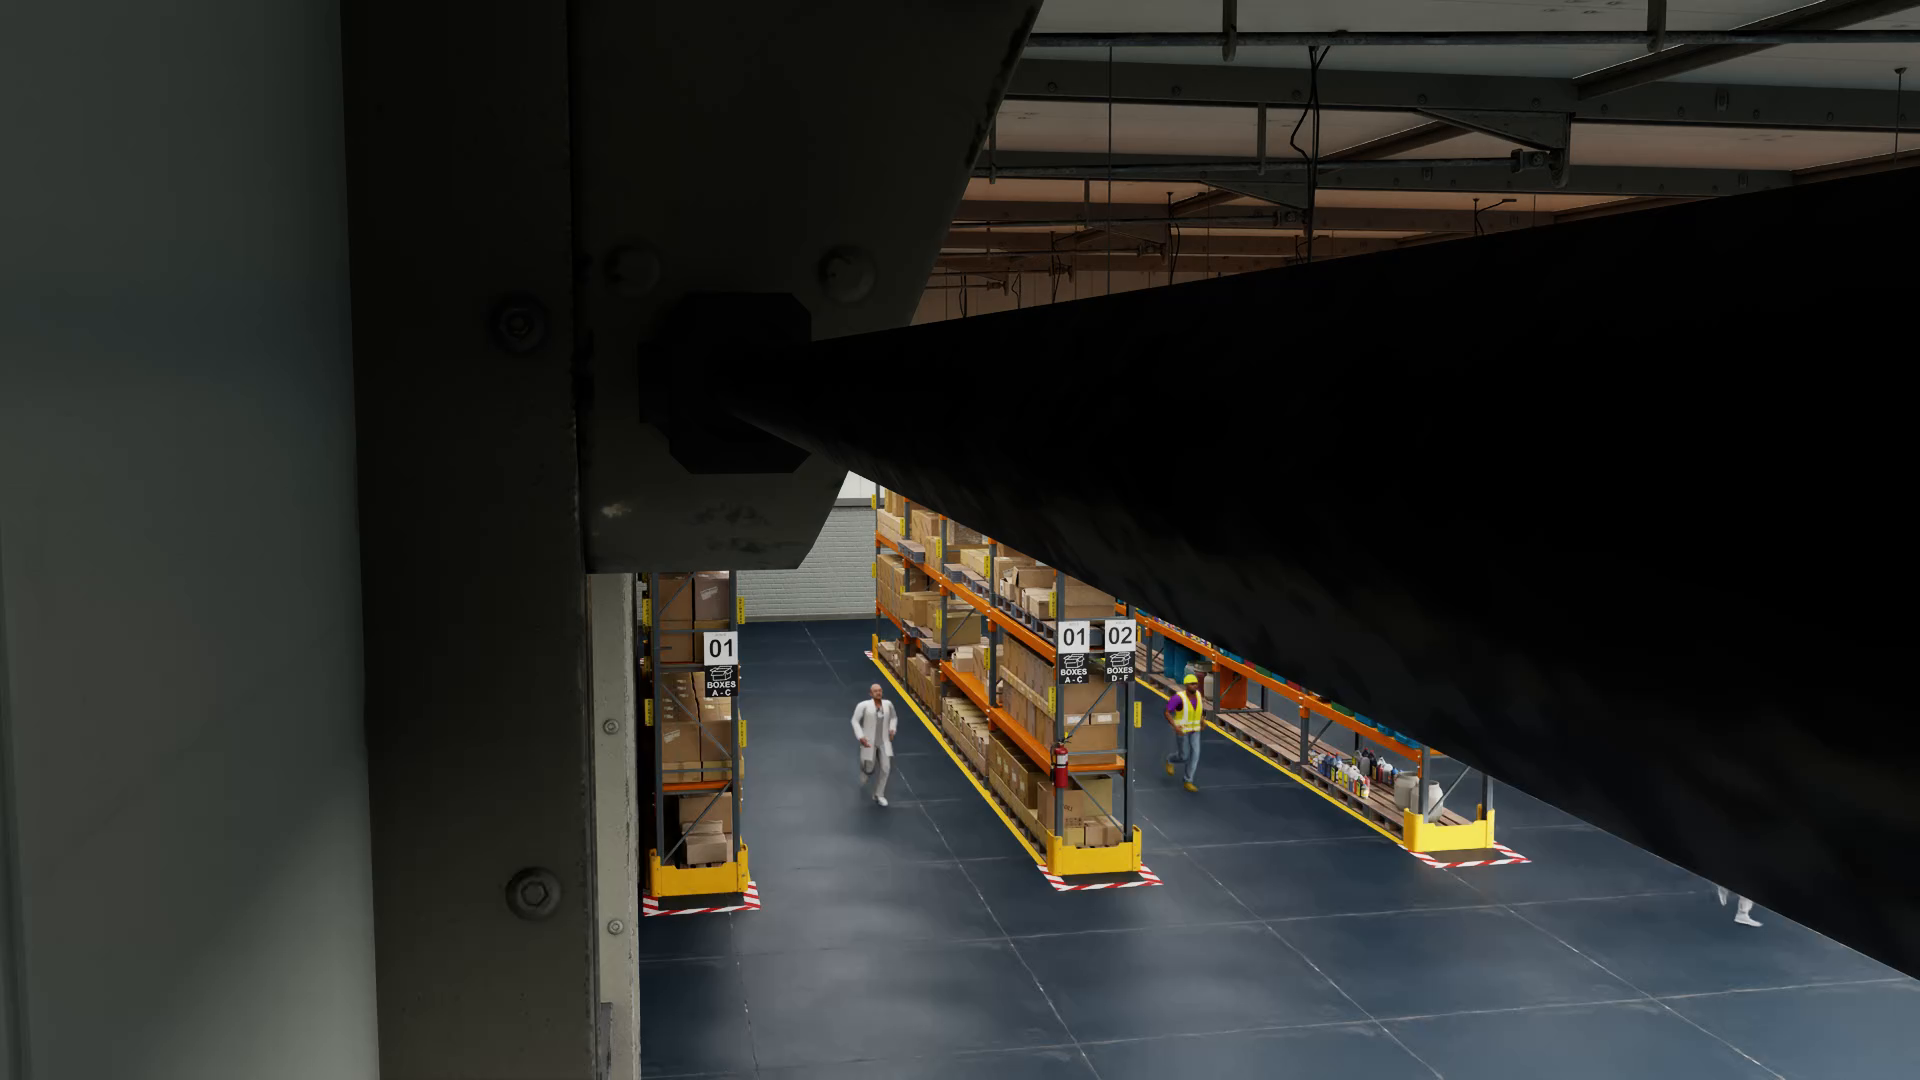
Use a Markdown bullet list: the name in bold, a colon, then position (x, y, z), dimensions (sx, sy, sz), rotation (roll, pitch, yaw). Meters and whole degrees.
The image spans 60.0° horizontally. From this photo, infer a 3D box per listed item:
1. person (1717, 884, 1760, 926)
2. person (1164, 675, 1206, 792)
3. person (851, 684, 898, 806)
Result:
- **person**: position (9.000, 3.588, 18.972), dimensions (0.642, 1.650, 0.653), rotation (2, 6, 18)
- **person**: position (3.420, 2.890, 25.254), dimensions (0.715, 1.740, 0.772), rotation (-3, 7, -29)
- **person**: position (-1.241, 3.003, 24.481), dimensions (0.717, 1.684, 0.818), rotation (-2, 6, -16)
